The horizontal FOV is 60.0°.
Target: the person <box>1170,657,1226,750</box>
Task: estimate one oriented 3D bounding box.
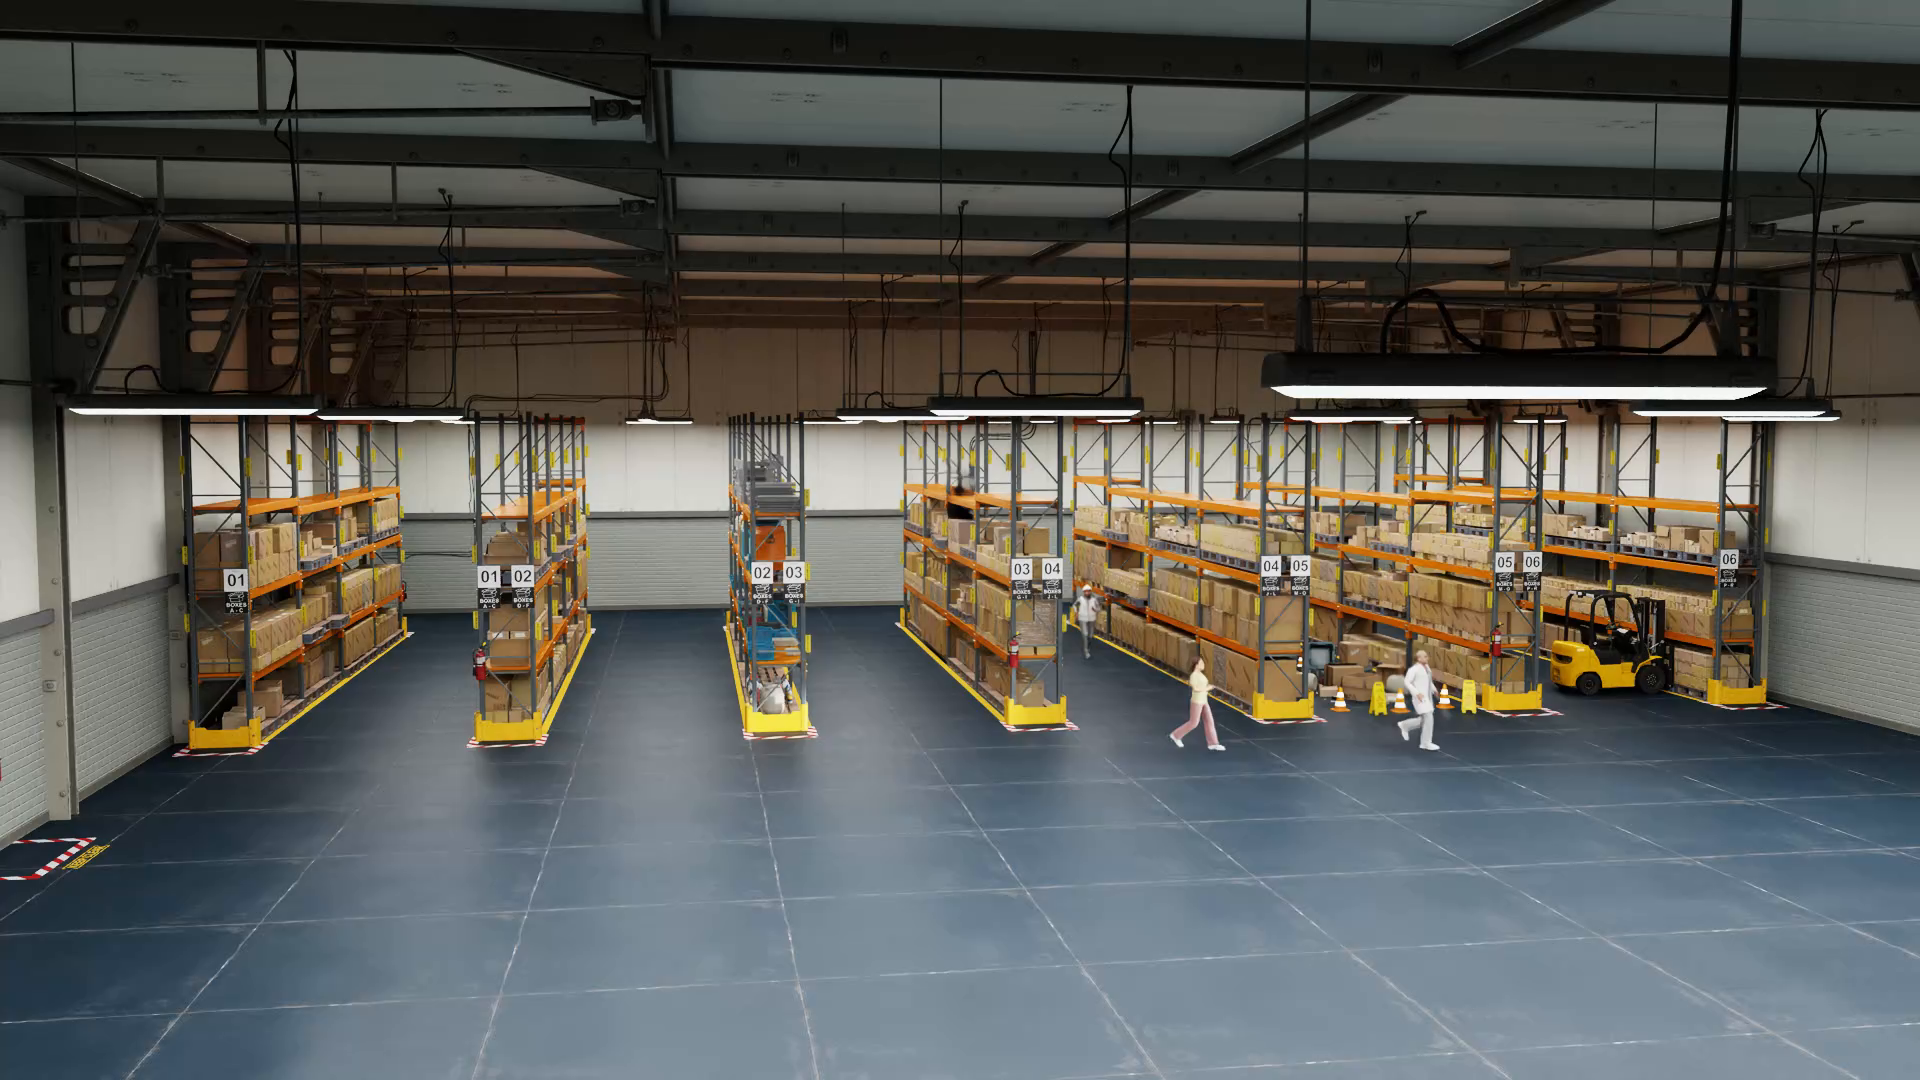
[{"bbox_3d":[4.198,2.872,29.301,0.973,1.645,0.584,2,4,24],"label":"person"}]

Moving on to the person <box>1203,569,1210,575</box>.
[{"bbox_3d":[7.512,1.471,50.567,0.755,1.663,0.605,0,4,-4],"label":"person"}]

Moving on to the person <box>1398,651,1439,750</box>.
[{"bbox_3d":[8.172,2.833,29.628,0.844,1.745,0.743,4,5,42],"label":"person"}]

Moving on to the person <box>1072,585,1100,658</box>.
[{"bbox_3d":[3.165,2.000,41.361,0.653,1.760,0.961,-1,4,-10],"label":"person"}]
